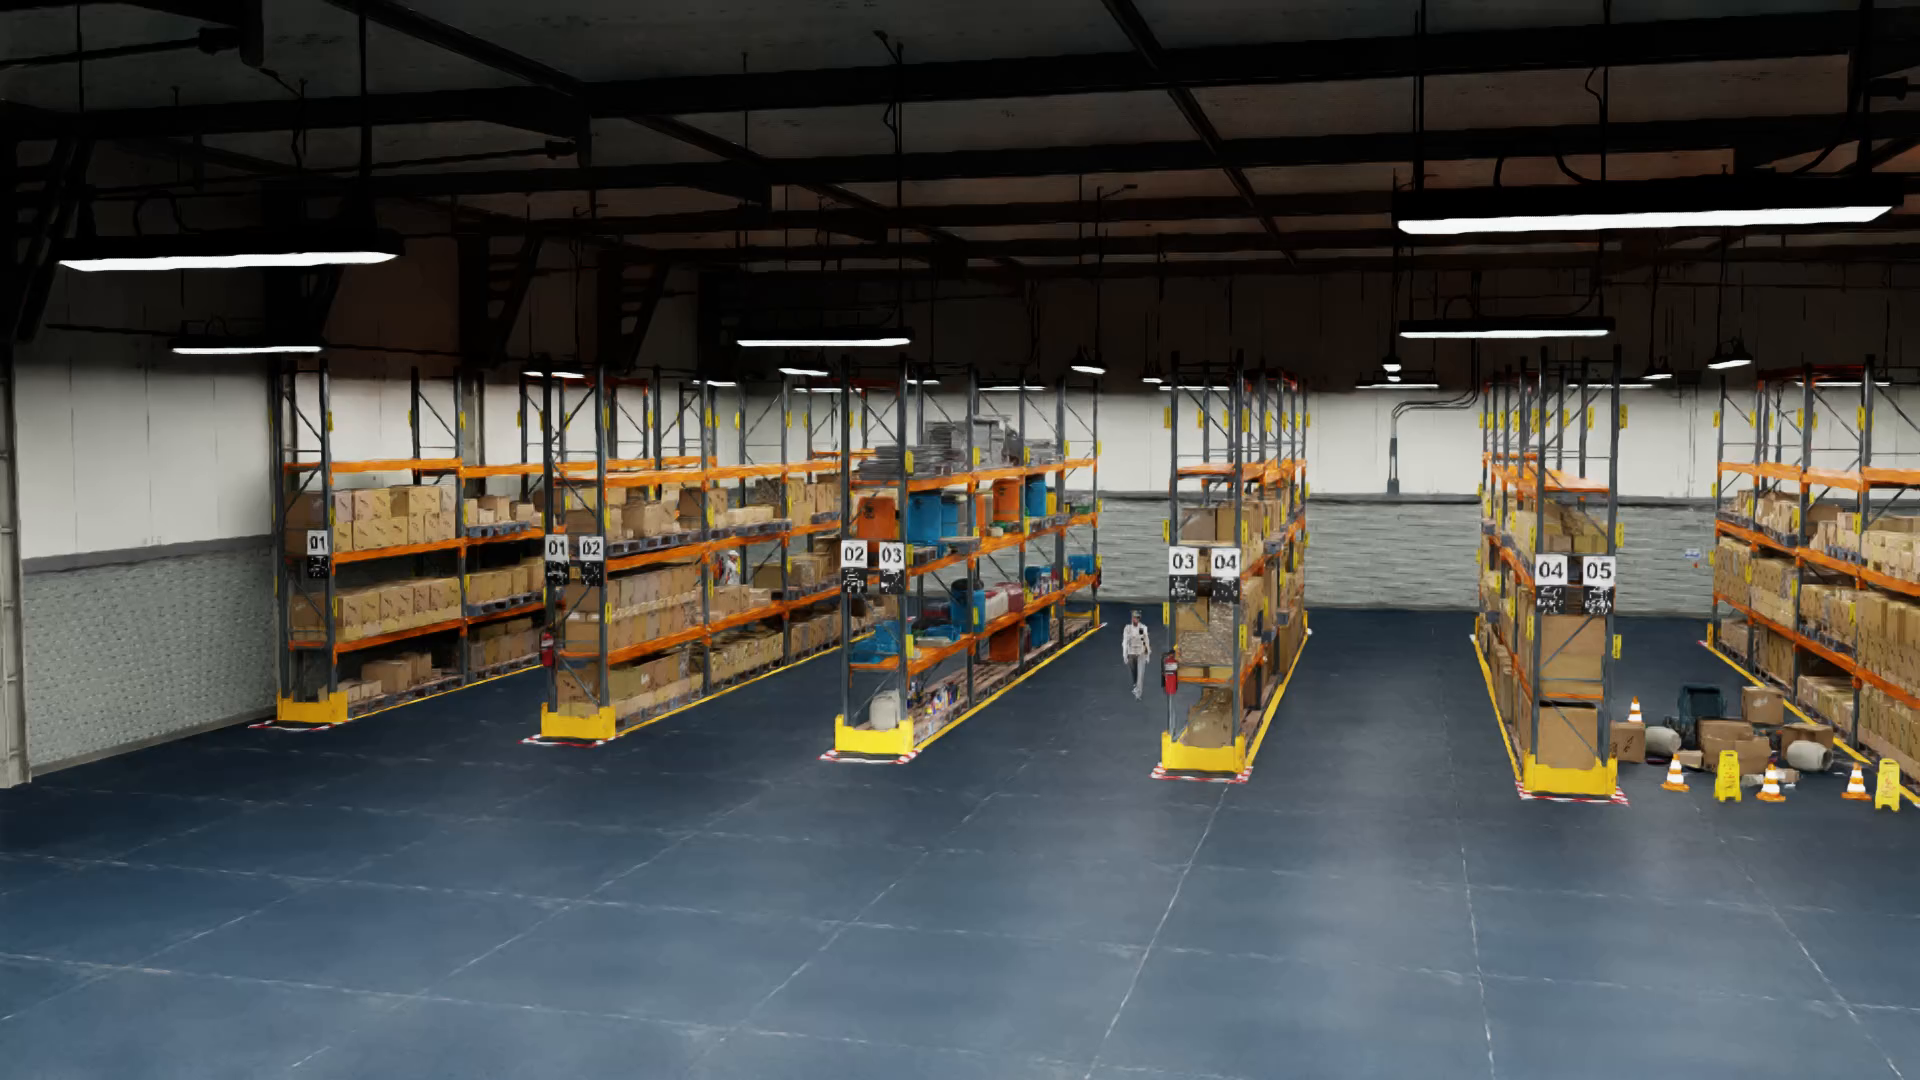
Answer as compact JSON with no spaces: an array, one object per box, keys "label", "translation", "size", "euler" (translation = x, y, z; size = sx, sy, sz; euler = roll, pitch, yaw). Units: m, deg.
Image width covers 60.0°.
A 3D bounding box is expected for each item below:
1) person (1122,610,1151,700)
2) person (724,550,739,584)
[{"label":"person","translation":[3.163,2.035,29.953],"size":[0.495,1.589,1.086],"euler":[1,4,17]},{"label":"person","translation":[-5.681,1.103,41.307],"size":[0.399,1.735,0.631],"euler":[1,4,19]}]
